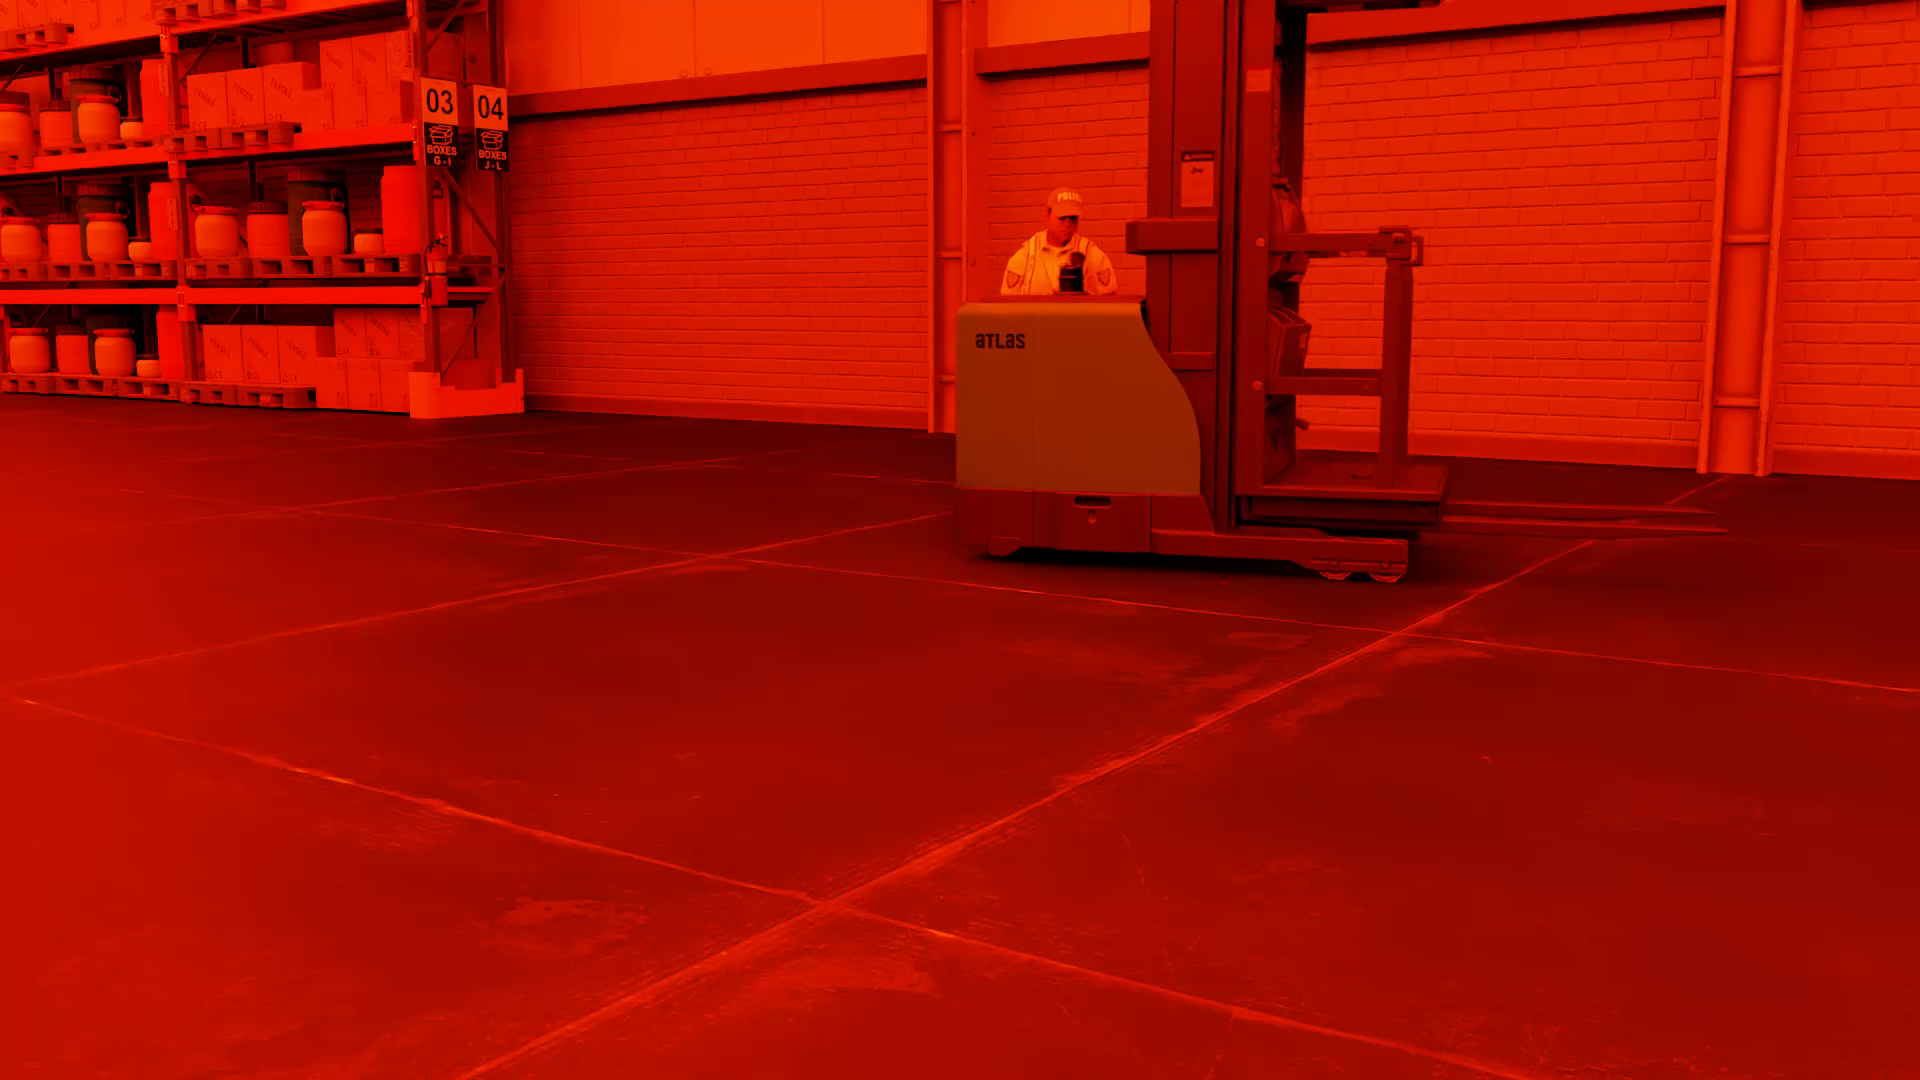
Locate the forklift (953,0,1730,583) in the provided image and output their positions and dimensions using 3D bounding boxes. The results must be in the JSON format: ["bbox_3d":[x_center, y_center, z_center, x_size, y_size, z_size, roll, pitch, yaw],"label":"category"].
[{"bbox_3d":[1.545,-1.370,6.824,3.031,2.935,1.130,3,8,18],"label":"forklift"}]

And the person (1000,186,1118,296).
[{"bbox_3d":[0.531,-0.910,8.225,0.796,1.639,0.466,1,8,5],"label":"person"}]
